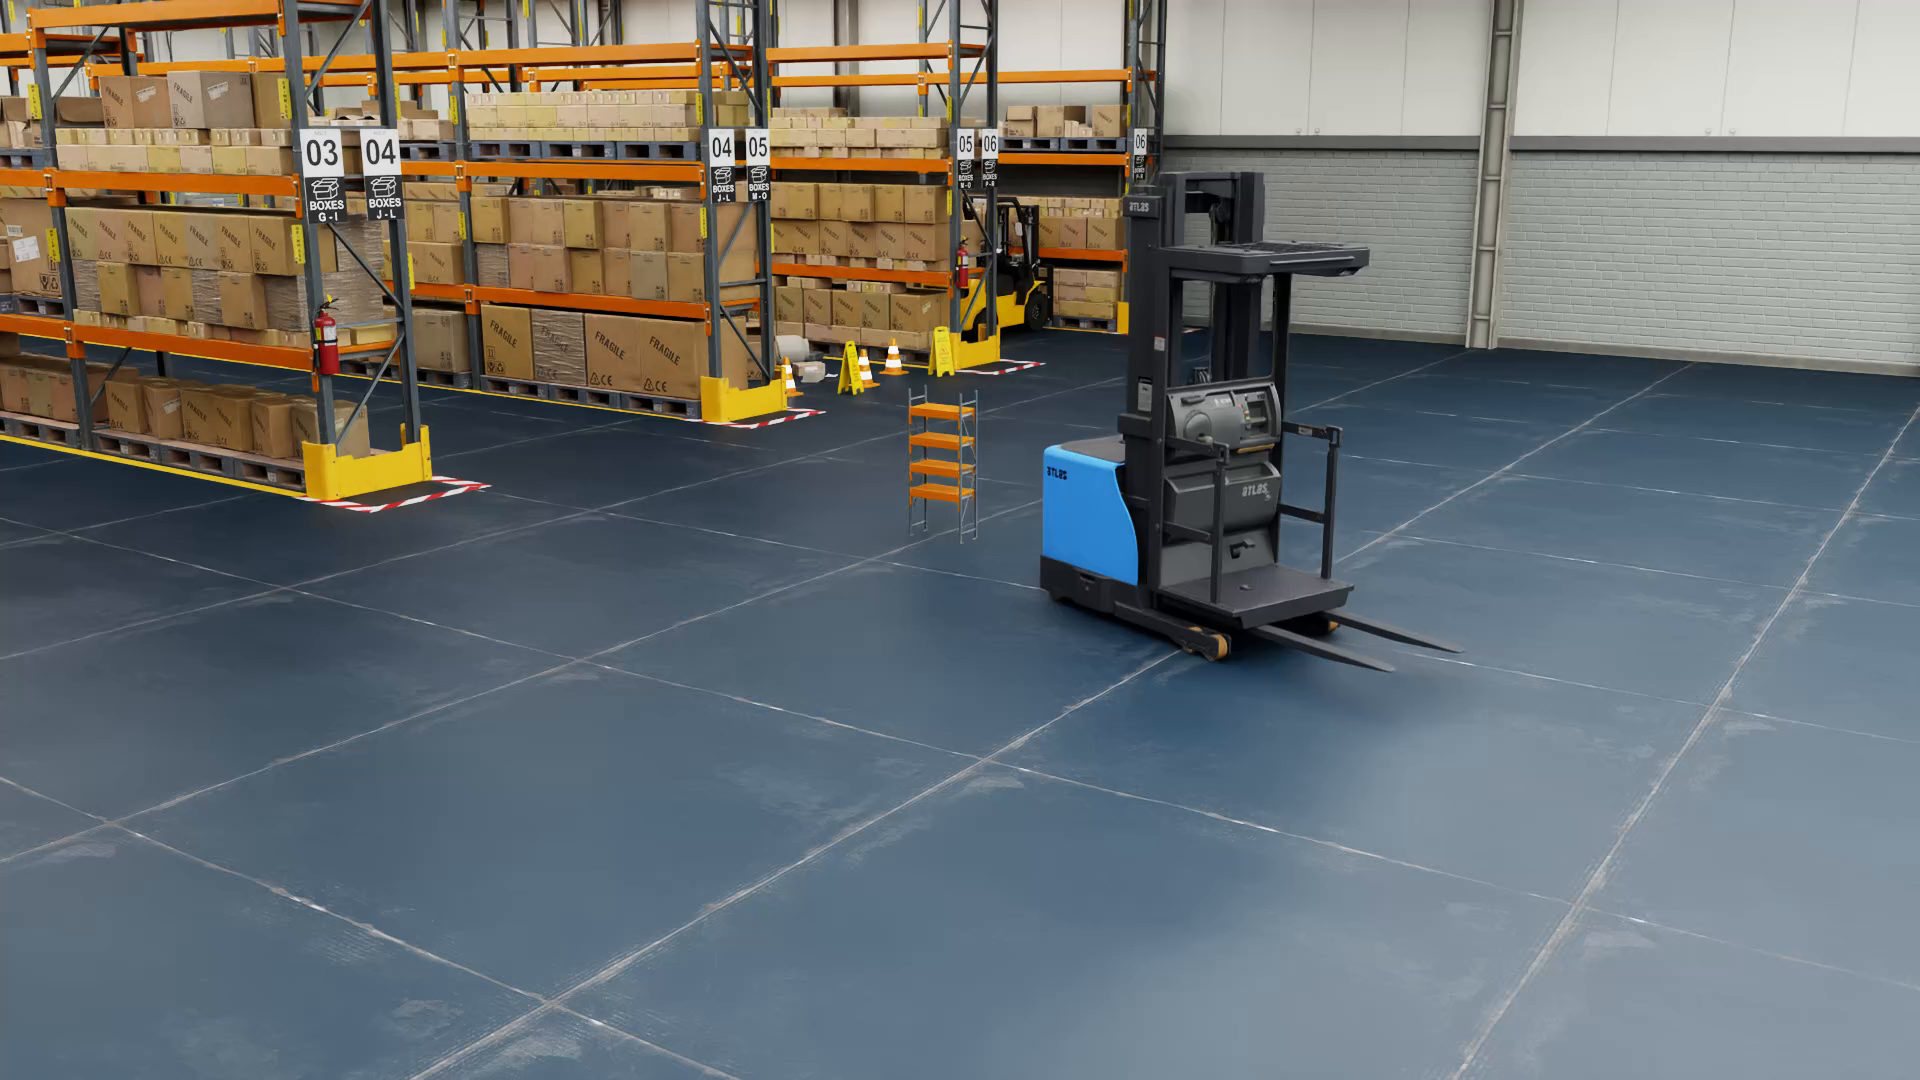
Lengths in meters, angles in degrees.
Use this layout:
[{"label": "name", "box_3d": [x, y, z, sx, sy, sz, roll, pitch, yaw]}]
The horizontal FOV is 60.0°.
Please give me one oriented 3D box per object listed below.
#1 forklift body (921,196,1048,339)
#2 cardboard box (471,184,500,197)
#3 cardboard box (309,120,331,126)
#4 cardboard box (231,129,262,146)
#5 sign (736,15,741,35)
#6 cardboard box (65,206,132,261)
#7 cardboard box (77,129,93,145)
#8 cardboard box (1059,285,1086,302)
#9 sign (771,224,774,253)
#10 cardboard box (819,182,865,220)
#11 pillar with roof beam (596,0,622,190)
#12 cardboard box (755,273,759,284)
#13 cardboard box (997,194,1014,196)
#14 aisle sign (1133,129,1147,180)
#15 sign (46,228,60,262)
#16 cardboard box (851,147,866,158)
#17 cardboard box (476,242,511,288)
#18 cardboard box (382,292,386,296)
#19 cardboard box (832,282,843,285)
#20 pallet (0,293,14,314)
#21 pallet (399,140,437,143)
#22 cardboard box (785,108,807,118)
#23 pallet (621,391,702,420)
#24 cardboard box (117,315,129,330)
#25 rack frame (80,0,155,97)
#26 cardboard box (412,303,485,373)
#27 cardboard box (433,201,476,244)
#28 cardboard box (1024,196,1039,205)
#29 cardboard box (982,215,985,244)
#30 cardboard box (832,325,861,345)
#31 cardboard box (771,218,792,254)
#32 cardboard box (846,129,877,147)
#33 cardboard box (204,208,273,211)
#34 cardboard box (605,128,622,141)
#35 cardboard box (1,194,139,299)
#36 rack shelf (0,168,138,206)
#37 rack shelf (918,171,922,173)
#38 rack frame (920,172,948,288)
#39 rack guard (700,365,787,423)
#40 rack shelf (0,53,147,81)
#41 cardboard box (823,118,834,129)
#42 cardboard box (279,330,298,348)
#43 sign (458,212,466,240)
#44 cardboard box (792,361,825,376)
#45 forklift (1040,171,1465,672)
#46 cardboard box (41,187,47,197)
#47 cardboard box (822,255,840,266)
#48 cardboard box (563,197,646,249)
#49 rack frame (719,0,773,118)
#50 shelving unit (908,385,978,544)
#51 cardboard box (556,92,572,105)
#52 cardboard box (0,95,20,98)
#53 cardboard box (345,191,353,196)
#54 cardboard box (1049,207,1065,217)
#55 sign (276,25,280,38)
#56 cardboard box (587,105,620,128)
[{"label": "forklift body", "box_3d": [0.362, -4.373, 26.511, 1.214, 2.155, 2.313, 9, 17, 33]}, {"label": "cardboard box", "box_3d": [-7.866, -5.663, 27.668, 0.500, 0.500, 0.500, 9, 17, 33]}, {"label": "cardboard box", "box_3d": [-8.237, -5.404, 21.898, 0.500, 0.250, 0.500, 10, 17, 34]}, {"label": "cardboard box", "box_3d": [-6.188, -3.553, 14.674, 0.250, 0.149, 0.380, 8, 16, 30]}, {"label": "sign", "box_3d": [-3.979, -9.261, 29.901, 0.005, 0.325, 0.100, 9, 17, 33]}, {"label": "cardboard box", "box_3d": [-8.432, -3.032, 16.420, 0.500, 0.500, 0.500, 9, 17, 33]}, {"label": "cardboard box", "box_3d": [-8.307, -3.914, 16.132, 0.250, 0.149, 0.380, 8, 16, 30]}, {"label": "cardboard box", "box_3d": [1.965, -4.078, 27.364, 0.500, 0.250, 0.500, 9, 17, 32]}, {"label": "sign", "box_3d": [-2.178, -3.472, 19.140, 0.005, 0.325, 0.100, 9, 17, 33]}, {"label": "cardboard box", "box_3d": [-1.592, -4.819, 23.640, 0.500, 0.500, 0.700, 9, 17, 32]}, {"label": "pillar with roof beam", "box_3d": [-9.481, -8.830, 30.267, 0.400, 9.000, 9.100, 9, 17, 33]}, {"label": "cardboard box", "box_3d": [-4.156, -4.971, 31.491, 0.500, 0.500, 0.500, 10, 17, 34]}, {"label": "cardboard box", "box_3d": [0.723, -5.860, 28.576, 0.250, 0.149, 0.380, 9, 16, 32]}, {"label": "aisle sign", "box_3d": [2.844, -6.089, 26.267, 0.004, 0.787, 0.394, 9, 17, 33]}, {"label": "sign", "box_3d": [-8.970, -2.915, 16.448, 0.005, 0.325, 0.100, 9, 17, 33]}, {"label": "cardboard box", "box_3d": [-1.313, -5.407, 23.205, 0.250, 0.149, 0.380, 9, 16, 31]}, {"label": "cardboard box", "box_3d": [-5.499, -3.466, 20.768, 0.550, 0.550, 0.875, 9, 17, 33]}, {"label": "cardboard box", "box_3d": [-10.232, -4.579, 30.036, 0.875, 0.438, 0.875, 9, 16, 32]}, {"label": "cardboard box", "box_3d": [-2.069, -3.580, 24.830, 0.500, 0.500, 0.500, 10, 17, 34]}, {"label": "pallet", "box_3d": [-10.317, -2.650, 18.187, 1.213, 0.211, 1.003, 9, 17, 33]}, {"label": "pallet", "box_3d": [-8.983, -6.763, 28.558, 1.217, 0.209, 0.805, 8, 16, 31]}, {"label": "cardboard box", "box_3d": [-2.745, -7.531, 29.969, 0.500, 0.500, 0.700, 9, 16, 32]}, {"label": "pallet", "box_3d": [-3.200, -1.641, 19.515, 1.213, 0.211, 1.003, 9, 17, 33]}, {"label": "cardboard box", "box_3d": [-8.017, -2.158, 16.321, 0.250, 0.149, 0.380, 9, 17, 33]}, {"label": "rack frame", "box_3d": [-12.450, -7.425, 24.590, 0.127, 3.000, 1.000, 9, 17, 33]}, {"label": "cardboard box", "box_3d": [-6.377, -2.617, 21.460, 0.750, 0.750, 1.050, 9, 17, 33]}, {"label": "cardboard box", "box_3d": [-6.227, -4.039, 21.109, 0.500, 0.500, 0.700, 9, 16, 32]}, {"label": "cardboard box", "box_3d": [1.263, -5.613, 27.576, 0.250, 0.149, 0.380, 9, 17, 34]}, {"label": "cardboard box", "box_3d": [0.719, -5.233, 28.014, 0.500, 0.500, 0.500, 9, 17, 32]}, {"label": "cardboard box", "box_3d": [-1.497, -2.968, 23.919, 0.500, 0.250, 0.500, 8, 16, 31]}, {"label": "cardboard box", "box_3d": [-2.494, -4.456, 24.255, 0.500, 0.500, 0.500, 9, 17, 33]}, {"label": "cardboard box", "box_3d": [-1.238, -5.583, 23.084, 0.500, 0.250, 0.500, 10, 17, 34]}, {"label": "cardboard box", "box_3d": [-6.894, -2.935, 16.031, 0.500, 0.500, 0.500, 9, 17, 33]}, {"label": "cardboard box", "box_3d": [-3.802, -4.603, 18.876, 0.250, 0.149, 0.380, 9, 16, 32]}, {"label": "cardboard box", "box_3d": [-9.245, -3.094, 17.457, 1.000, 1.000, 1.000, 9, 17, 33]}, {"label": "rack shelf", "box_3d": [-10.323, -3.840, 17.846, 4.000, 0.370, 1.077, 9, 17, 33]}, {"label": "rack shelf", "box_3d": [-2.025, -6.806, 29.828, 4.000, 0.370, 1.077, 9, 17, 33]}, {"label": "rack frame", "box_3d": [-0.366, -5.431, 29.019, 0.127, 3.000, 1.000, 9, 17, 33]}, {"label": "rack guard", "box_3d": [-2.472, -1.687, 19.097, 0.348, 0.500, 1.175, 9, 17, 33]}, {"label": "rack shelf", "box_3d": [-14.109, -7.342, 25.760, 4.000, 0.370, 1.077, 9, 17, 33]}, {"label": "cardboard box", "box_3d": [-1.717, -5.862, 23.383, 0.250, 0.149, 0.380, 10, 17, 34]}, {"label": "cardboard box", "box_3d": [-5.903, -1.837, 15.024, 0.250, 0.149, 0.380, 9, 17, 33]}, {"label": "sign", "box_3d": [-6.106, -3.854, 20.405, 0.005, 0.325, 0.100, 9, 17, 33]}, {"label": "cardboard box", "box_3d": [-2.028, -2.293, 22.277, 0.380, 0.149, 0.250, -7, 15, -25]}, {"label": "forklift", "box_3d": [1.824, -0.806, 10.481, 1.130, 2.935, 3.031, -10, 17, -34]}, {"label": "cardboard box", "box_3d": [-13.839, -5.340, 25.744, 0.500, 0.500, 0.500, 10, 17, 34]}, {"label": "cardboard box", "box_3d": [-1.769, -4.011, 23.805, 0.250, 0.149, 0.380, 9, 17, 33]}, {"label": "cardboard box", "box_3d": [-4.188, -3.761, 19.713, 0.500, 0.550, 0.875, 9, 17, 33]}, {"label": "rack frame", "box_3d": [-3.133, -7.352, 24.298, 0.127, 3.000, 1.000, 9, 17, 33]}, {"label": "shelving unit", "box_3d": [-0.137, -0.605, 13.269, 0.503, 1.200, 0.258, 9, 17, 33]}, {"label": "cardboard box", "box_3d": [-4.437, -5.093, 19.193, 0.250, 0.149, 0.380, 9, 17, 33]}, {"label": "cardboard box", "box_3d": [-10.613, -4.598, 18.164, 0.500, 0.500, 0.500, 10, 17, 34]}, {"label": "cardboard box", "box_3d": [-10.733, -6.125, 29.535, 0.500, 0.500, 0.500, 9, 16, 32]}, {"label": "cardboard box", "box_3d": [1.652, -5.385, 27.278, 0.250, 0.149, 0.380, 9, 16, 31]}, {"label": "sign", "box_3d": [-12.775, -9.560, 31.106, 0.005, 0.325, 0.100, 9, 17, 33]}, {"label": "cardboard box", "box_3d": [-3.885, -4.828, 18.953, 0.500, 0.250, 0.500, 9, 17, 32]}]
